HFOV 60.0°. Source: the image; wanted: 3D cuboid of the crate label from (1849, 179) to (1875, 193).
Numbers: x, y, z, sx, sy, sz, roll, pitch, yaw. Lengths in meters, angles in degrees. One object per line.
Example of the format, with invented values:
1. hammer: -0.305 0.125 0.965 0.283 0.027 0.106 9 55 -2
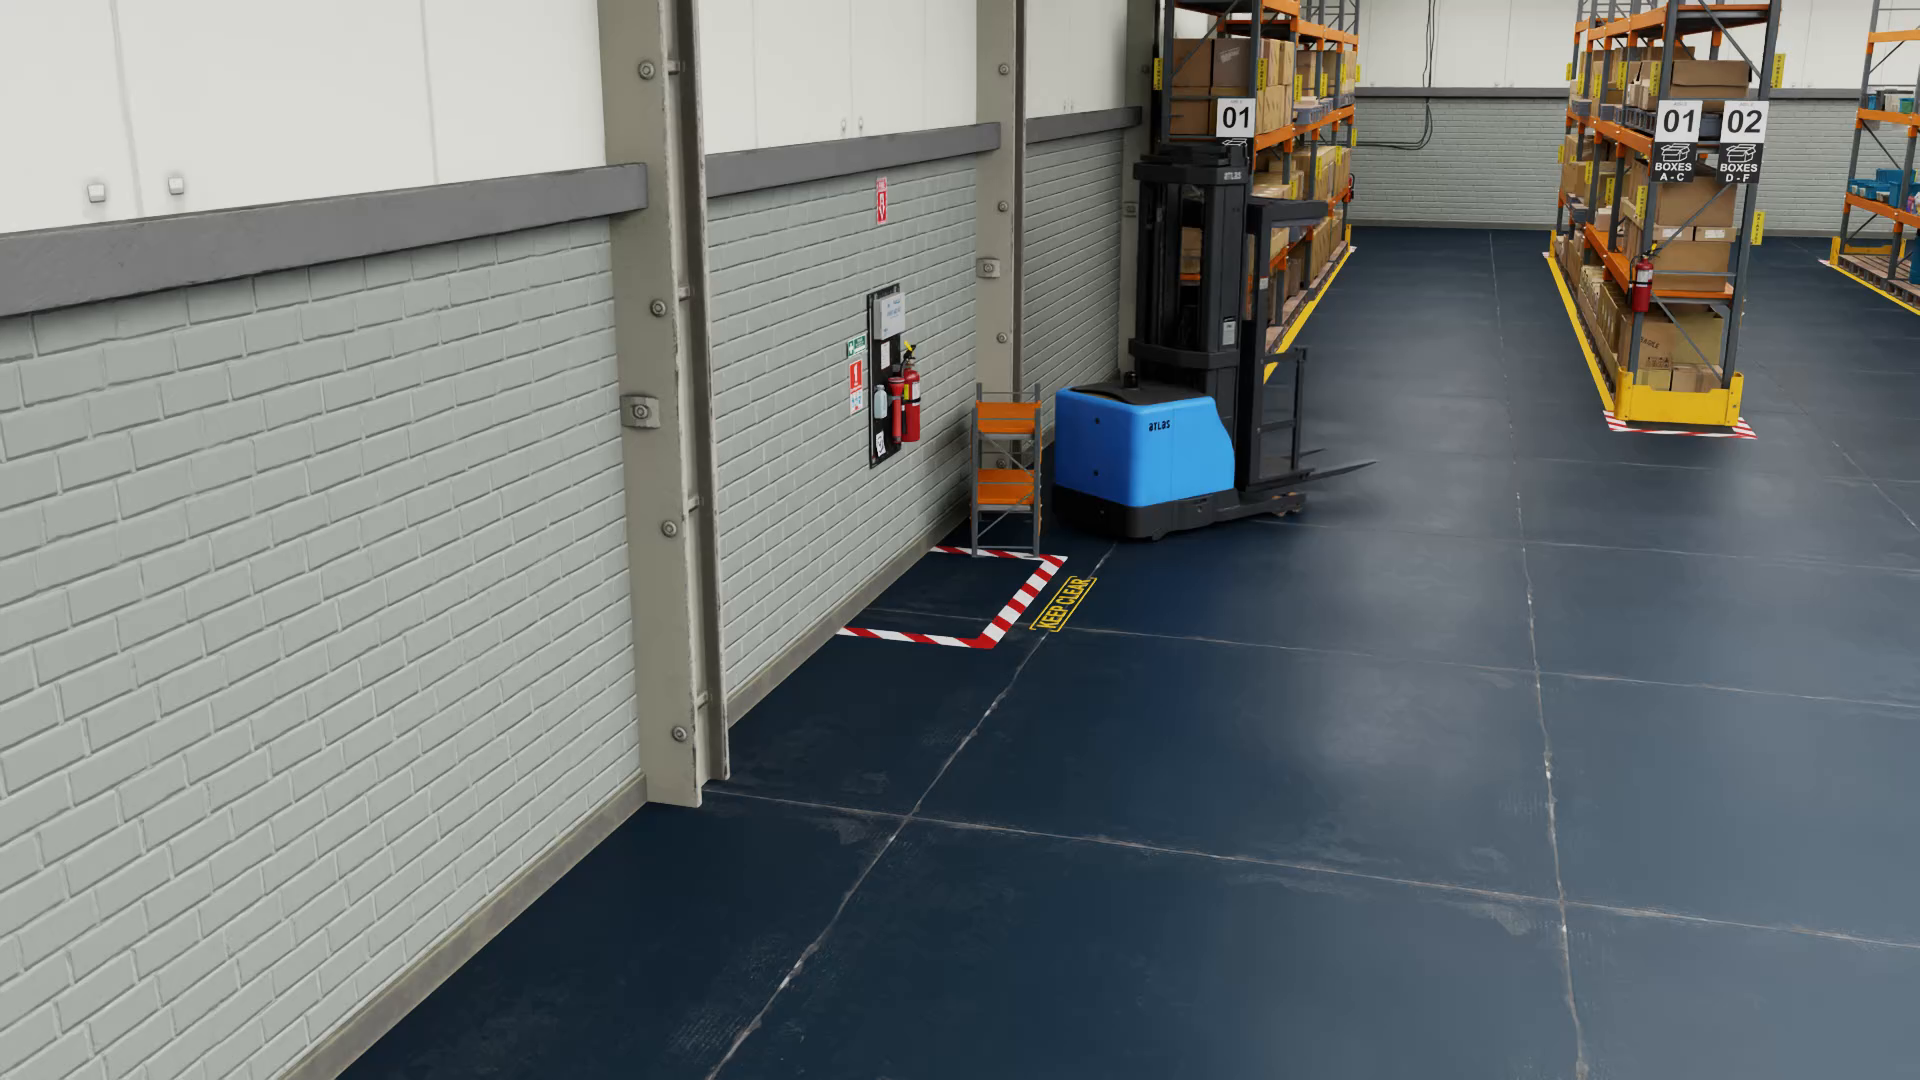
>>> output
1. crate label: 16.317 -6.406 30.113 0.416 0.233 0.303 5 16 16

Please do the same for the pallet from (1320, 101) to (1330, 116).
1. pallet: 5.063 -6.696 25.791 1.213 0.211 1.003 5 17 18

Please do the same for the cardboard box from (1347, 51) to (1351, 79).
1. cardboard box: 6.814 -8.629 30.207 0.500 0.500 0.500 5 17 16

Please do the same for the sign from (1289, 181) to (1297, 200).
1. sign: 4.316 -4.502 21.617 0.100 0.325 0.005 5 16 16

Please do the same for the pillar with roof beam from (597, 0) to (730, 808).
1. pillar with roof beam: 2.744 -2.742 6.005 9.100 9.000 0.400 5 16 16

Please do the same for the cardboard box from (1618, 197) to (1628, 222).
1. cardboard box: 9.220 -4.396 22.649 0.500 0.500 0.500 4 16 13

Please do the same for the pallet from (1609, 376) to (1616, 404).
1. pallet: 7.585 -1.557 17.933 1.003 0.211 1.213 5 16 16

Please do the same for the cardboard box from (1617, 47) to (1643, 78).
1. cardboard box: 9.811 -6.874 24.056 0.500 0.500 0.500 5 16 16

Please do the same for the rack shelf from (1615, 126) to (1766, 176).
1. rack shelf: 7.976 -4.316 18.369 1.077 0.370 4.000 5 16 16

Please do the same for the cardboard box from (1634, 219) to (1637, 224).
1. cardboard box: 7.845 -3.641 18.798 0.380 0.149 0.250 4 16 15

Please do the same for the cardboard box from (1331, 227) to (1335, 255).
1. cardboard box: 6.524 -5.537 30.663 0.700 0.500 0.500 4 16 15

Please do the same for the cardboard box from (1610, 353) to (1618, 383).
1. cardboard box: 7.407 -1.870 18.193 0.500 0.250 0.500 5 16 16

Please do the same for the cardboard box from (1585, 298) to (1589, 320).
1. cardboard box: 8.820 -3.151 22.712 0.500 0.250 0.500 5 17 17

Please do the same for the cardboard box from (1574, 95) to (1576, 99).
1. cardboard box: 11.134 -7.746 29.418 0.500 0.250 0.500 5 16 16

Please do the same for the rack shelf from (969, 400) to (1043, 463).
1. rack shelf: 0.358 -0.833 12.632 0.538 0.278 1.000 1 16 2

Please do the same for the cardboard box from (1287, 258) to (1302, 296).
1. cardboard box: 4.776 -3.988 25.168 0.700 0.500 0.500 5 17 17

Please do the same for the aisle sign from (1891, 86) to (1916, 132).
1. aisle sign: 17.004 -7.743 29.868 0.394 0.787 0.004 5 16 16

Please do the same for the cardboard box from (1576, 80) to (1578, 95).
1. cardboard box: 10.985 -7.856 28.891 0.500 0.250 0.500 5 16 16

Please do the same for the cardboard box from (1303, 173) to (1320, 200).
1. cardboard box: 5.314 -5.480 25.887 0.500 0.500 0.500 5 17 18

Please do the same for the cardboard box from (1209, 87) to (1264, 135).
1. cardboard box: 2.992 -4.648 18.001 0.500 0.500 0.500 5 17 17

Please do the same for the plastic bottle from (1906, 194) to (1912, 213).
1. plastic bottle: 15.052 -5.331 26.341 0.061 0.283 0.133 5 16 16

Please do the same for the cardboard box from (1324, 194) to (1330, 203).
1. cardboard box: 6.058 -5.791 28.172 0.380 0.149 0.250 5 16 16

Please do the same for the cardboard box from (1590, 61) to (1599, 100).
1. cardboard box: 10.604 -7.450 26.966 0.600 0.600 0.600 3 16 11

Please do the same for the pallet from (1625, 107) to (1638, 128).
1. pallet: 8.327 -4.917 19.334 1.003 0.211 1.213 5 16 16

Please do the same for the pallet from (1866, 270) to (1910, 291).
1. pallet: 15.737 -4.304 27.616 1.003 0.211 1.213 5 16 16

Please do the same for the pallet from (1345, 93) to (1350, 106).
1. pallet: 6.658 -8.150 30.731 1.003 0.211 1.213 5 16 16

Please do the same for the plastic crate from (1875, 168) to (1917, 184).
1. plastic crate: 16.786 -6.440 29.863 0.616 0.435 0.499 5 16 16

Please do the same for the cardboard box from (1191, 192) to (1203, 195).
1. cardboard box: 3.025 -3.915 19.999 0.500 0.500 0.500 5 17 17

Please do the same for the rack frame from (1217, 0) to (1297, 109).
1. rack frame: 3.794 -7.011 21.057 1.000 3.000 0.127 5 16 16

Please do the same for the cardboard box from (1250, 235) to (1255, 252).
1. cardboard box: 3.081 -3.479 18.460 0.500 0.500 0.500 5 16 16

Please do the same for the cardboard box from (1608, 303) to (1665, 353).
1. cardboard box: 7.545 -2.362 18.554 0.500 0.500 0.500 5 16 16

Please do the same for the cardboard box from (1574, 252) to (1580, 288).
1. cardboard box: 9.869 -4.196 25.900 0.500 0.500 0.500 4 16 14

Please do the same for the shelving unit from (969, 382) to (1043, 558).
1. shelving unit: 0.358 -0.551 12.712 0.538 1.125 1.048 1 16 2

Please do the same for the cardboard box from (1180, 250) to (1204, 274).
1. cardboard box: 2.604 -3.153 18.688 0.500 0.250 0.500 5 17 17

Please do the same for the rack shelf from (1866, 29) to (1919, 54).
1. rack shelf: 16.134 -8.321 27.725 1.077 0.370 4.000 5 16 16

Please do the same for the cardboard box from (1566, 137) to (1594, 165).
1. cardboard box: 11.287 -7.047 30.162 0.500 0.500 0.500 5 17 17

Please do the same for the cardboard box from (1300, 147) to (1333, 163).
1. cardboard box: 6.025 -6.505 28.126 0.500 0.250 0.500 5 17 17

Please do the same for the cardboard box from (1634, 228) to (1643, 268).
1. cardboard box: 7.990 -3.270 18.678 0.700 0.500 0.500 5 17 18

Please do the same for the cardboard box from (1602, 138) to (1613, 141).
1. cardboard box: 11.660 -6.870 29.539 0.500 0.500 0.500 5 17 18

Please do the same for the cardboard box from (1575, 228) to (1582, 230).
1. cardboard box: 11.347 -5.338 29.919 0.797 0.503 0.637 5 16 16

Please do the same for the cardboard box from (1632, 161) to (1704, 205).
1. cardboard box: 8.282 -4.165 19.457 0.700 0.500 0.500 5 16 16

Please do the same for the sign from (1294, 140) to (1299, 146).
1. sign: 6.673 -7.764 32.973 0.100 0.325 0.005 5 16 16

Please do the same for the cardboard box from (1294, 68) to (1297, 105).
1. cardboard box: 4.376 -6.278 23.016 0.500 0.500 0.500 4 16 14

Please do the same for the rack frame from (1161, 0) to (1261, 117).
1. rack frame: 2.657 -5.965 17.368 1.000 3.000 0.127 5 16 16

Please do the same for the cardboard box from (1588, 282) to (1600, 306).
1. cardboard box: 8.670 -3.286 22.160 0.500 0.311 0.500 5 16 16

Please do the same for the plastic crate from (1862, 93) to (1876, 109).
1. plastic crate: 16.326 -7.797 29.566 0.497 0.269 0.590 5 16 16

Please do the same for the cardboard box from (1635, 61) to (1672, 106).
1. cardboard box: 7.955 -5.083 18.541 0.797 0.503 0.637 7 17 22

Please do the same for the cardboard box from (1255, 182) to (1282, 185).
1. cardboard box: 3.971 -4.515 22.263 0.700 0.500 0.500 5 16 16

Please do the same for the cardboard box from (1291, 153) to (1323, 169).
1. cardboard box: 5.459 -5.973 26.251 0.500 0.250 0.500 4 16 15

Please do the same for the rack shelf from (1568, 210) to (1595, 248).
1. rack shelf: 10.249 -4.966 26.158 1.077 0.370 4.000 5 16 16

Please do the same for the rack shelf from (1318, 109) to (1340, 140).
1. rack shelf: 5.499 -6.792 27.099 1.077 0.370 4.000 5 16 16

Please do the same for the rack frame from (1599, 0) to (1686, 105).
1. rack frame: 9.681 -7.675 23.396 1.000 3.000 0.127 5 16 16

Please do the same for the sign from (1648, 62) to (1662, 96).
1. sign: 6.891 -4.572 16.478 0.100 0.325 0.005 5 16 16

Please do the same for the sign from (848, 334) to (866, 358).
1. sign: -0.664 -1.252 10.708 0.001 0.109 0.331 5 16 16

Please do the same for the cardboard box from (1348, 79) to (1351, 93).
1. cardboard box: 6.960 -8.401 30.775 0.500 0.250 0.500 4 16 14

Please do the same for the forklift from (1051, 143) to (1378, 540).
1. forklift: 2.218 -1.707 13.476 3.031 2.935 1.130 -12 20 -35

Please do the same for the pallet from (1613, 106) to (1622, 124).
1. pallet: 9.259 -5.663 22.148 1.003 0.211 1.213 5 17 18

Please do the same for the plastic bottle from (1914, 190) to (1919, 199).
1. plastic bottle: 15.143 -5.349 26.280 0.144 0.351 0.185 5 16 16
